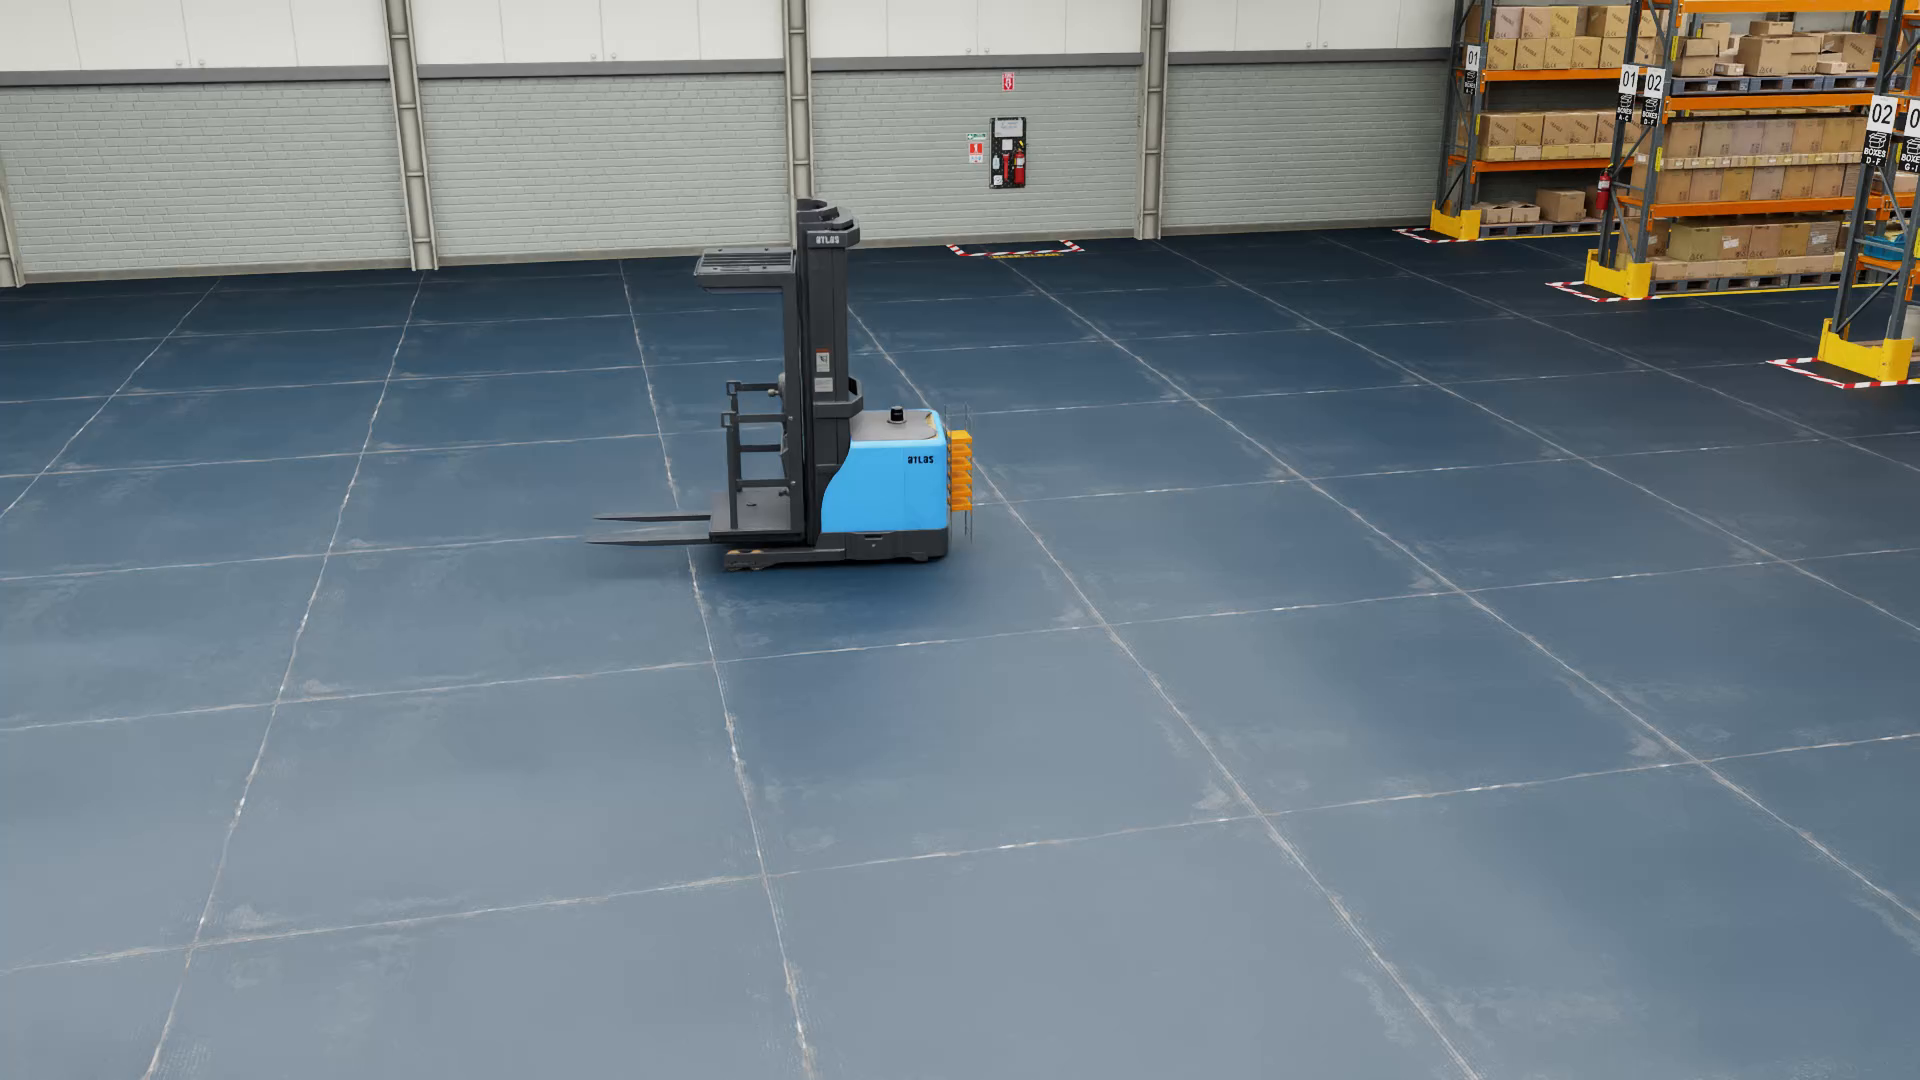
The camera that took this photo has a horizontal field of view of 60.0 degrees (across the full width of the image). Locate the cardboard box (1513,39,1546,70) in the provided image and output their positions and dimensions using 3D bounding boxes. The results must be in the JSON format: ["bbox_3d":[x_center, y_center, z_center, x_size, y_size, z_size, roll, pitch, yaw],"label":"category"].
[{"bbox_3d":[9.514,-8.217,28.071,0.500,0.500,0.500,-3,20,-9],"label":"cardboard box"}]

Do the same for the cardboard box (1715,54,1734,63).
[{"bbox_3d":[10.804,-6.901,24.057,0.500,0.250,0.500,-5,21,-12],"label":"cardboard box"}]

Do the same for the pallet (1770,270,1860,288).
[{"bbox_3d":[12.853,-4.079,25.364,1.213,0.211,1.003,-5,21,-12],"label":"pallet"}]

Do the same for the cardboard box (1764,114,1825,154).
[{"bbox_3d":[12.227,-5.976,24.458,0.500,0.500,0.700,-5,21,-12],"label":"cardboard box"}]

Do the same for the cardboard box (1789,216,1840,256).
[{"bbox_3d":[12.746,-4.550,24.893,0.500,0.500,0.500,-5,21,-12],"label":"cardboard box"}]

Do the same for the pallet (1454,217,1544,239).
[{"bbox_3d":[9.473,-5.528,29.319,1.213,0.211,1.003,-5,21,-12],"label":"pallet"}]

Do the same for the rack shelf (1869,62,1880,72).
[{"bbox_3d":[14.439,-8.324,29.584,4.000,0.370,1.077,-5,21,-12],"label":"rack shelf"}]

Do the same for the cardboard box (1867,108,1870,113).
[{"bbox_3d":[16.784,-7.733,30.680,0.500,0.500,0.500,-5,21,-12],"label":"cardboard box"}]

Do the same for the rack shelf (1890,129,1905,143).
[{"bbox_3d":[12.826,-4.691,19.667,4.000,0.370,1.077,-5,21,-12],"label":"rack shelf"}]

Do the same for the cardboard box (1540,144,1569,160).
[{"bbox_3d":[10.147,-6.734,28.747,0.500,0.250,0.500,-5,21,-13],"label":"cardboard box"}]

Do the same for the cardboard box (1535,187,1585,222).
[{"bbox_3d":[10.574,-5.922,29.337,0.500,0.500,0.700,-6,21,-16],"label":"cardboard box"}]

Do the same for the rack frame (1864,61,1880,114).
[{"bbox_3d":[16.385,-7.412,30.408,0.127,3.000,1.000,-5,21,-12],"label":"rack frame"}]

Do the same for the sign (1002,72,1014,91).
[{"bbox_3d":[0.799,-7.587,27.517,0.199,0.298,0.001,-5,21,-12],"label":"sign"}]

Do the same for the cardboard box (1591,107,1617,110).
[{"bbox_3d":[11.483,-7.379,29.419,0.500,0.500,0.500,-5,21,-13],"label":"cardboard box"}]

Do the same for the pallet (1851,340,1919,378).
[{"bbox_3d":[11.735,-2.237,20.337,1.213,0.211,1.003,-5,21,-12],"label":"pallet"}]

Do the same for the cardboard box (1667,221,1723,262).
[{"bbox_3d":[10.803,-4.387,24.448,0.500,0.500,0.500,-5,21,-12],"label":"cardboard box"}]

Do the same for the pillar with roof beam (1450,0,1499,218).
[{"bbox_3d":[10.073,-8.499,24.656,0.400,9.000,9.100,-5,21,-12],"label":"pillar with roof beam"}]

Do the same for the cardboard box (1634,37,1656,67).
[{"bbox_3d":[11.563,-8.401,28.575,0.500,0.500,0.500,-6,21,-17],"label":"cardboard box"}]

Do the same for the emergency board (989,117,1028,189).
[{"bbox_3d":[0.830,-6.466,27.826,0.643,1.169,0.194,-5,21,-12],"label":"emergency board"}]

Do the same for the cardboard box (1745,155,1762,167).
[{"bbox_3d":[11.428,-5.534,24.193,0.250,0.149,0.380,-5,21,-13],"label":"cardboard box"}]

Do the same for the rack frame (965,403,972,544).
[{"bbox_3d":[0.075,-0.569,14.347,0.006,1.200,0.240,-5,21,-12],"label":"rack frame"}]

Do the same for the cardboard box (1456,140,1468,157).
[{"bbox_3d":[9.010,-6.819,28.980,0.500,0.250,0.500,-4,21,-12],"label":"cardboard box"}]

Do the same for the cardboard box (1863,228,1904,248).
[{"bbox_3d":[14.096,-4.556,25.184,0.500,0.311,0.500,-5,21,-12],"label":"cardboard box"}]

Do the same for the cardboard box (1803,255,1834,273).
[{"bbox_3d":[12.746,-4.197,25.020,0.500,0.250,0.500,-5,21,-12],"label":"cardboard box"}]

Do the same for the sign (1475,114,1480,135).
[{"bbox_3d":[8.725,-7.003,28.035,0.005,0.325,0.100,-5,21,-12],"label":"sign"}]

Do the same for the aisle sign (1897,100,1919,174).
[{"bbox_3d":[10.877,-4.579,18.897,0.004,0.787,0.394,-5,21,-12],"label":"aisle sign"}]

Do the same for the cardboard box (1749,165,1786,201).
[{"bbox_3d":[11.707,-5.324,24.563,0.500,0.500,0.700,-4,21,-11],"label":"cardboard box"}]

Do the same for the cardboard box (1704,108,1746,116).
[{"bbox_3d":[13.541,-7.419,29.644,0.500,0.500,0.700,-3,20,-7],"label":"cardboard box"}]

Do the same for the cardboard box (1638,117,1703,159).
[{"bbox_3d":[10.252,-5.814,24.014,0.500,0.500,0.700,-5,21,-12],"label":"cardboard box"}]

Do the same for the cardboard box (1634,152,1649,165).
[{"bbox_3d":[10.072,-5.566,24.282,0.250,0.149,0.380,-5,21,-13],"label":"cardboard box"}]

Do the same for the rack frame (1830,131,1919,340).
[{"bbox_3d":[10.880,-3.462,19.627,0.127,3.000,1.000,-5,21,-12],"label":"rack frame"}]

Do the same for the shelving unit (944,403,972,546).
[{"bbox_3d":[-0.014,-0.562,14.327,0.189,1.200,0.258,-5,21,-12],"label":"shelving unit"}]

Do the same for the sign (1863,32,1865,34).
[{"bbox_3d":[13.502,-7.417,24.853,0.005,0.325,0.100,-5,21,-12],"label":"sign"}]

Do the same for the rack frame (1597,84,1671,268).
[{"bbox_3d":[9.744,-5.121,24.154,0.127,3.000,1.000,-5,21,-12],"label":"rack frame"}]

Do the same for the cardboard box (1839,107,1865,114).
[{"bbox_3d":[15.930,-7.625,30.205,0.500,0.500,0.700,-7,21,-19],"label":"cardboard box"}]

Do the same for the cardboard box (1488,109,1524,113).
[{"bbox_3d":[9.502,-7.214,28.969,0.500,0.500,0.500,-4,21,-12],"label":"cardboard box"}]

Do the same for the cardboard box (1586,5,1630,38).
[{"bbox_3d":[11.031,-8.807,28.229,0.500,0.500,0.500,-5,21,-14],"label":"cardboard box"}]

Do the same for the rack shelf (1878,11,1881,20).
[{"bbox_3d":[15.583,-7.887,24.611,4.000,0.370,1.077,-5,21,-12],"label":"rack shelf"}]

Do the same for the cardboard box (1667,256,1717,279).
[{"bbox_3d":[10.802,-4.035,24.579,0.500,0.250,0.500,-5,21,-12],"label":"cardboard box"}]

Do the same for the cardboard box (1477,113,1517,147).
[{"bbox_3d":[9.134,-7.007,28.402,0.500,0.500,0.500,-5,21,-12],"label":"cardboard box"}]

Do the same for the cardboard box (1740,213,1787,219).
[{"bbox_3d":[12.140,-4.684,25.260,0.500,0.500,0.500,-5,21,-12],"label":"cardboard box"}]

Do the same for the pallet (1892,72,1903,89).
[{"bbox_3d":[14.492,-6.830,24.738,1.217,0.209,0.805,-5,21,-15],"label":"pallet"}]

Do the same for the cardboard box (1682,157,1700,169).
[{"bbox_3d":[10.431,-5.453,23.973,0.250,0.149,0.380,-5,21,-14],"label":"cardboard box"}]

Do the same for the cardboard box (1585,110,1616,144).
[{"bbox_3d":[11.127,-7.167,28.841,0.500,0.500,0.500,-5,21,-14],"label":"cardboard box"}]

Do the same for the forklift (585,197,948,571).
[{"bbox_3d":[-1.644,-1.310,13.850,3.031,2.935,1.130,-2,20,-5],"label":"forklift"}]

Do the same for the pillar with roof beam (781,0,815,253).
[{"bbox_3d":[-1.605,-7.549,22.063,0.400,9.000,9.100,-5,21,-12],"label":"pillar with roof beam"}]

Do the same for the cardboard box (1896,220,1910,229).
[{"bbox_3d":[14.956,-4.817,25.896,0.500,0.311,0.500,-5,21,-13],"label":"cardboard box"}]

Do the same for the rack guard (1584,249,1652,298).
[{"bbox_3d":[9.720,-3.945,24.579,0.348,0.500,1.175,-5,21,-12],"label":"rack guard"}]

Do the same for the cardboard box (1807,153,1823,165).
[{"bbox_3d":[12.430,-5.615,24.417,0.250,0.149,0.380,-5,21,-13],"label":"cardboard box"}]

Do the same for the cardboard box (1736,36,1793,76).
[{"bbox_3d":[11.423,-6.879,23.634,0.500,0.500,0.500,-5,21,-12],"label":"cardboard box"}]

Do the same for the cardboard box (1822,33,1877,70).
[{"bbox_3d":[13.085,-7.204,24.521,0.500,0.500,0.500,-3,20,-8],"label":"cardboard box"}]

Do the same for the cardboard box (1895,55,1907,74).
[{"bbox_3d":[14.238,-7.018,24.580,0.500,0.250,0.500,-3,20,-7],"label":"cardboard box"}]

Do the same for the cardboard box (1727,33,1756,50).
[{"bbox_3d":[13.643,-8.724,29.149,0.500,0.311,0.500,-4,20,-11],"label":"cardboard box"}]

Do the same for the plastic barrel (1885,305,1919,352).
[{"bbox_3d":[11.503,-2.569,20.195,0.421,0.512,0.421,0,20,0],"label":"plastic barrel"}]

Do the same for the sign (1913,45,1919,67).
[{"bbox_3d":[13.766,-6.940,23.893,0.005,0.325,0.100,-5,21,-12],"label":"sign"}]

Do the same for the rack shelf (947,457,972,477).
[{"bbox_3d":[-0.014,-0.633,14.301,0.180,0.103,0.258,-5,21,-12],"label":"rack shelf"}]
